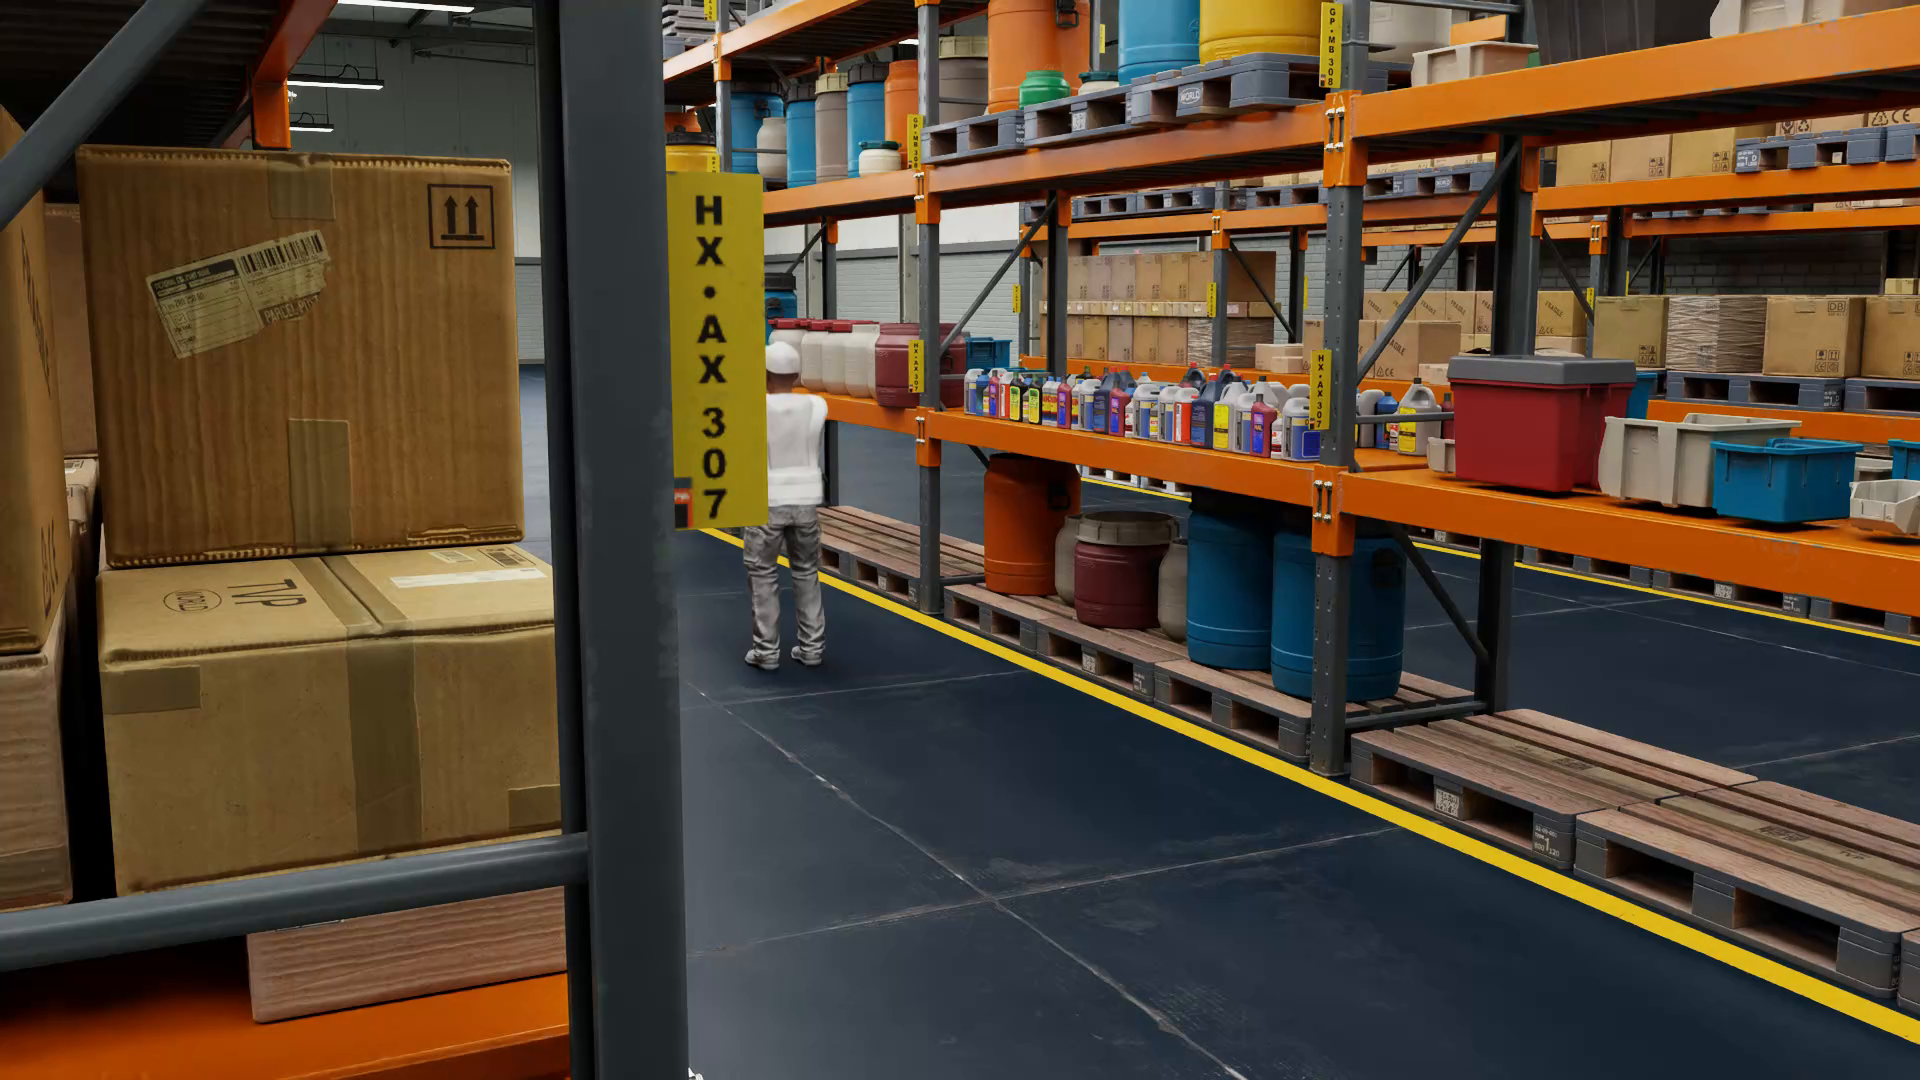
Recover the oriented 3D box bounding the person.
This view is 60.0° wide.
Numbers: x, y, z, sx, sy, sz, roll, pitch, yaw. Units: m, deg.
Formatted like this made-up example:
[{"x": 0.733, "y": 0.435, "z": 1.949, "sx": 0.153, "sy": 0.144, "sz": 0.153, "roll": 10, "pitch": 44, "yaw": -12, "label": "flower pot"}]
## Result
[{"x": -1.013, "y": -0.231, "z": 9.142, "sx": 0.488, "sy": 1.720, "sz": 0.569, "roll": -4, "pitch": 9, "yaw": -25, "label": "person"}]
